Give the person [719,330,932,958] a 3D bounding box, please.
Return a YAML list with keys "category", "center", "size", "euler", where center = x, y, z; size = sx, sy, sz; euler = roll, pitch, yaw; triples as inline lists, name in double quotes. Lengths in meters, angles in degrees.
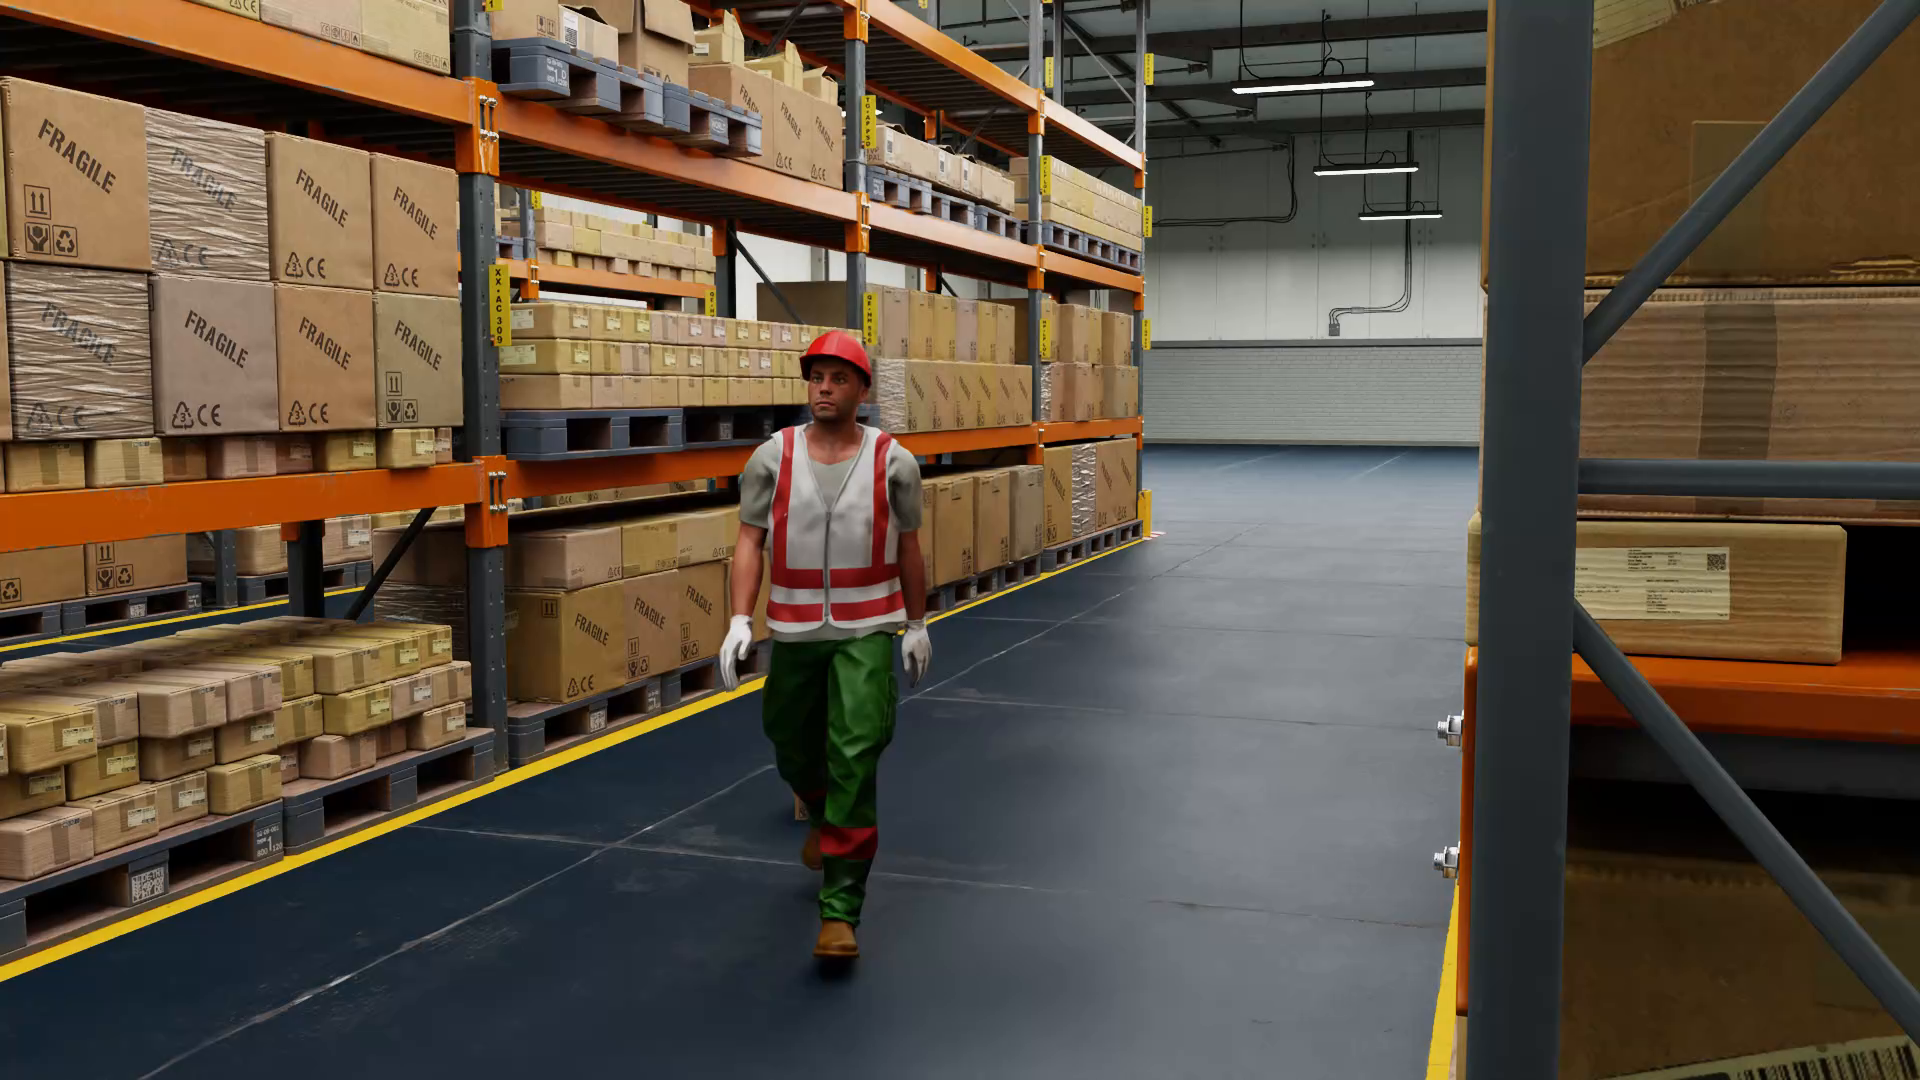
- category: "person"
  center: [-0.383, 0.264, 4.903]
  size: [0.582, 1.750, 1.026]
  euler: [0, 5, 4]
